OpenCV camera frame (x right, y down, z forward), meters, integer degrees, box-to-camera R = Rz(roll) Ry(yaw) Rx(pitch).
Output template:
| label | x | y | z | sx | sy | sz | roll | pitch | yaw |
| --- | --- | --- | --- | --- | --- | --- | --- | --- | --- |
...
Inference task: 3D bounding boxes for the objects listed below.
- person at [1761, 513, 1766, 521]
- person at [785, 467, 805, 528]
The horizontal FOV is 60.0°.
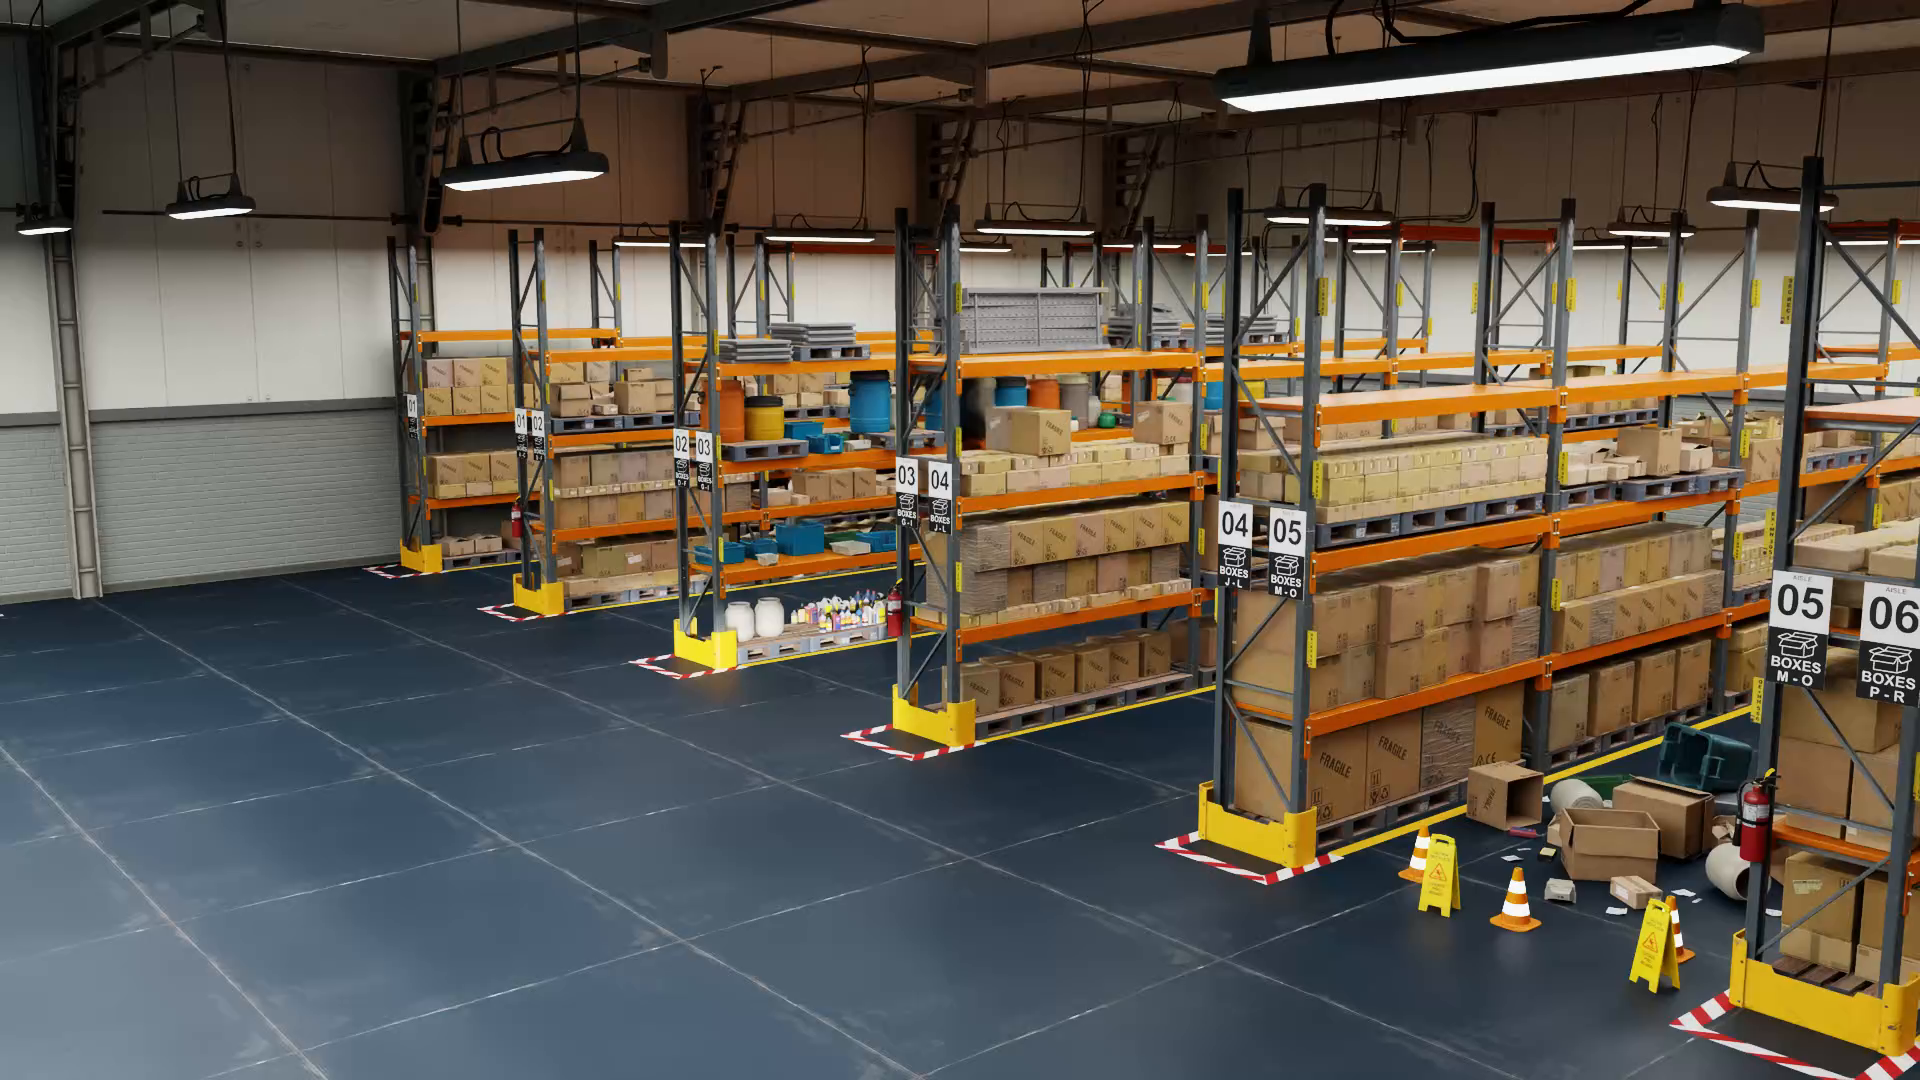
| label | x | y | z | sx | sy | sz | roll | pitch | yaw |
| --- | --- | --- | --- | --- | --- | --- | --- | --- | --- |
| person | 12.528 | 0.388 | 25.939 | 0.573 | 1.621 | 0.560 | -8 | 12 | -43 |
| person | -3.174 | -0.675 | 32.720 | 0.562 | 1.655 | 0.589 | 7 | 11 | 39 |
